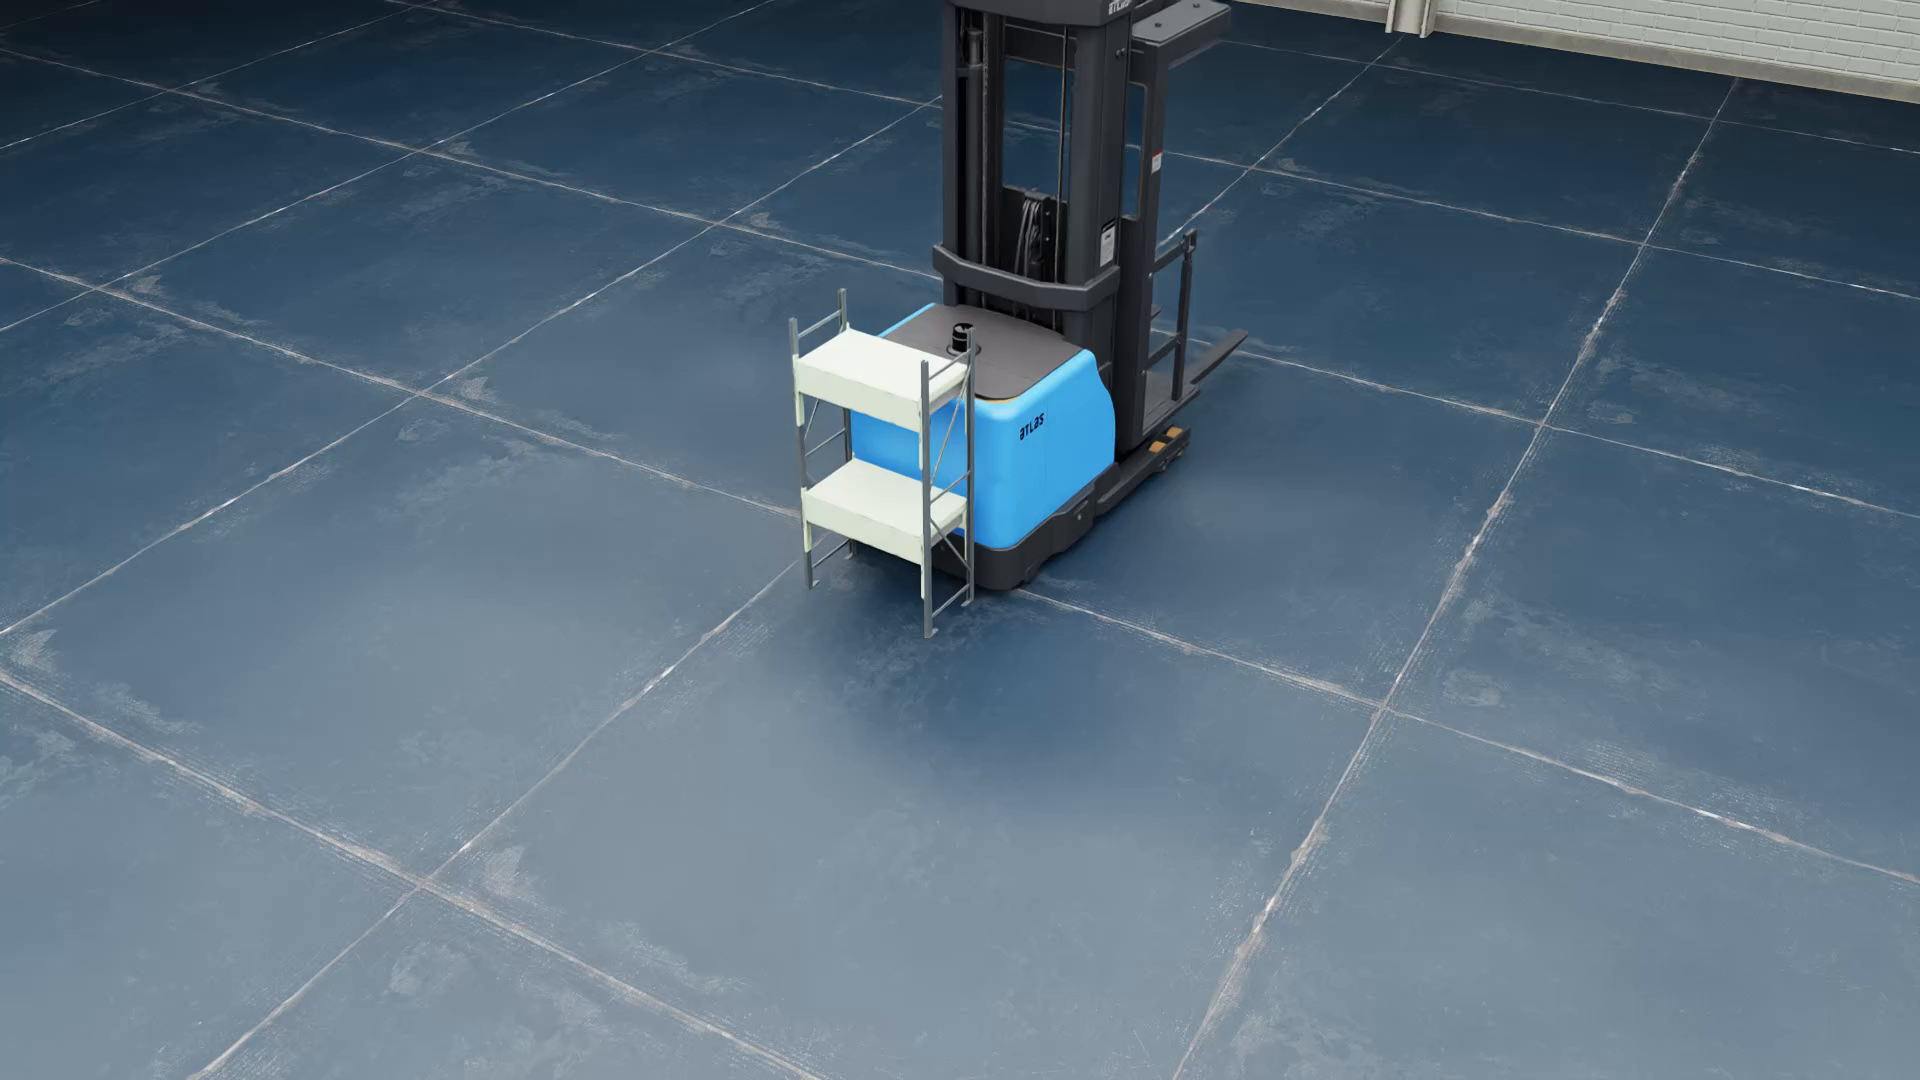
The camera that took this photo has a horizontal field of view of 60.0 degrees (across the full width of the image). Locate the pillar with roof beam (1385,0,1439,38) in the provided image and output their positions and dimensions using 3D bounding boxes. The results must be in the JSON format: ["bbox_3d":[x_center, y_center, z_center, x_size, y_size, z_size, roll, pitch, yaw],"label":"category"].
[{"bbox_3d":[2.244,-6.634,10.594,0.400,9.000,9.100,18,37,24],"label":"pillar with roof beam"}]

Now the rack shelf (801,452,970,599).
[{"bbox_3d":[-0.355,-0.080,8.105,0.720,0.370,0.431,21,39,28],"label":"rack shelf"}]

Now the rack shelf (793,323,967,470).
[{"bbox_3d":[-0.355,-0.676,7.708,0.720,0.370,0.431,21,39,28],"label":"rack shelf"}]

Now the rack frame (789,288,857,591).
[{"bbox_3d":[-0.658,-0.465,8.095,0.023,1.500,0.400,21,39,28],"label":"rack frame"}]

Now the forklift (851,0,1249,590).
[{"bbox_3d":[0.652,-1.743,8.723,1.130,2.935,3.031,21,39,28],"label":"forklift"}]

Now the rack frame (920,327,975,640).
[{"bbox_3d":[-0.052,-0.237,7.753,0.023,1.500,0.400,21,39,28],"label":"rack frame"}]

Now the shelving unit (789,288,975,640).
[{"bbox_3d":[-0.355,-0.351,7.924,0.755,1.500,0.431,21,39,28],"label":"shelving unit"}]
